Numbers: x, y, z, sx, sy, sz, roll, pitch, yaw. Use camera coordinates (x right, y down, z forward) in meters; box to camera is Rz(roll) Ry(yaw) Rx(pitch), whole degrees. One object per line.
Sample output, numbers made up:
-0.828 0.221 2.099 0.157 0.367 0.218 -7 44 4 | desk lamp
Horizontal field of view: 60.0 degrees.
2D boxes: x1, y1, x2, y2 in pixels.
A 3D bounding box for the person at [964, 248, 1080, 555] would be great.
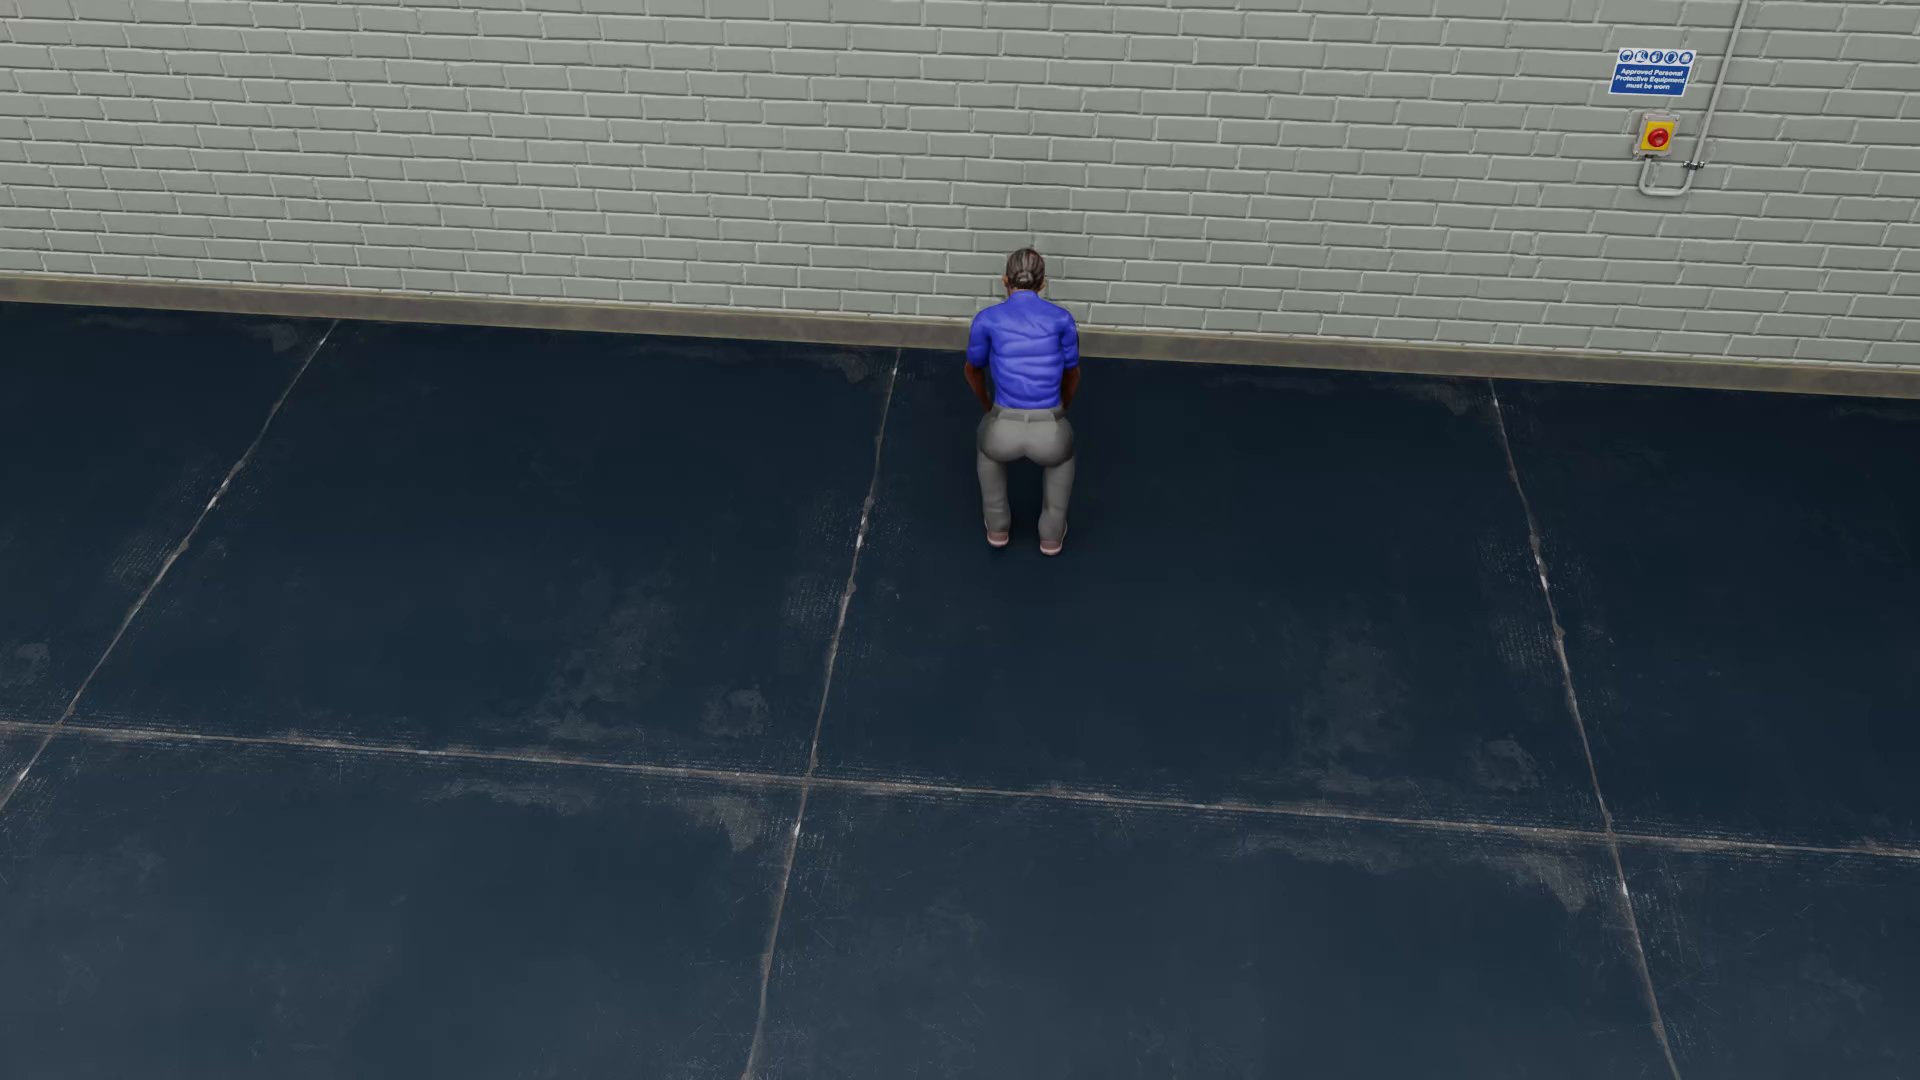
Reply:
0.256 -0.542 7.099 0.498 1.280 0.682 3 40 4 | person
